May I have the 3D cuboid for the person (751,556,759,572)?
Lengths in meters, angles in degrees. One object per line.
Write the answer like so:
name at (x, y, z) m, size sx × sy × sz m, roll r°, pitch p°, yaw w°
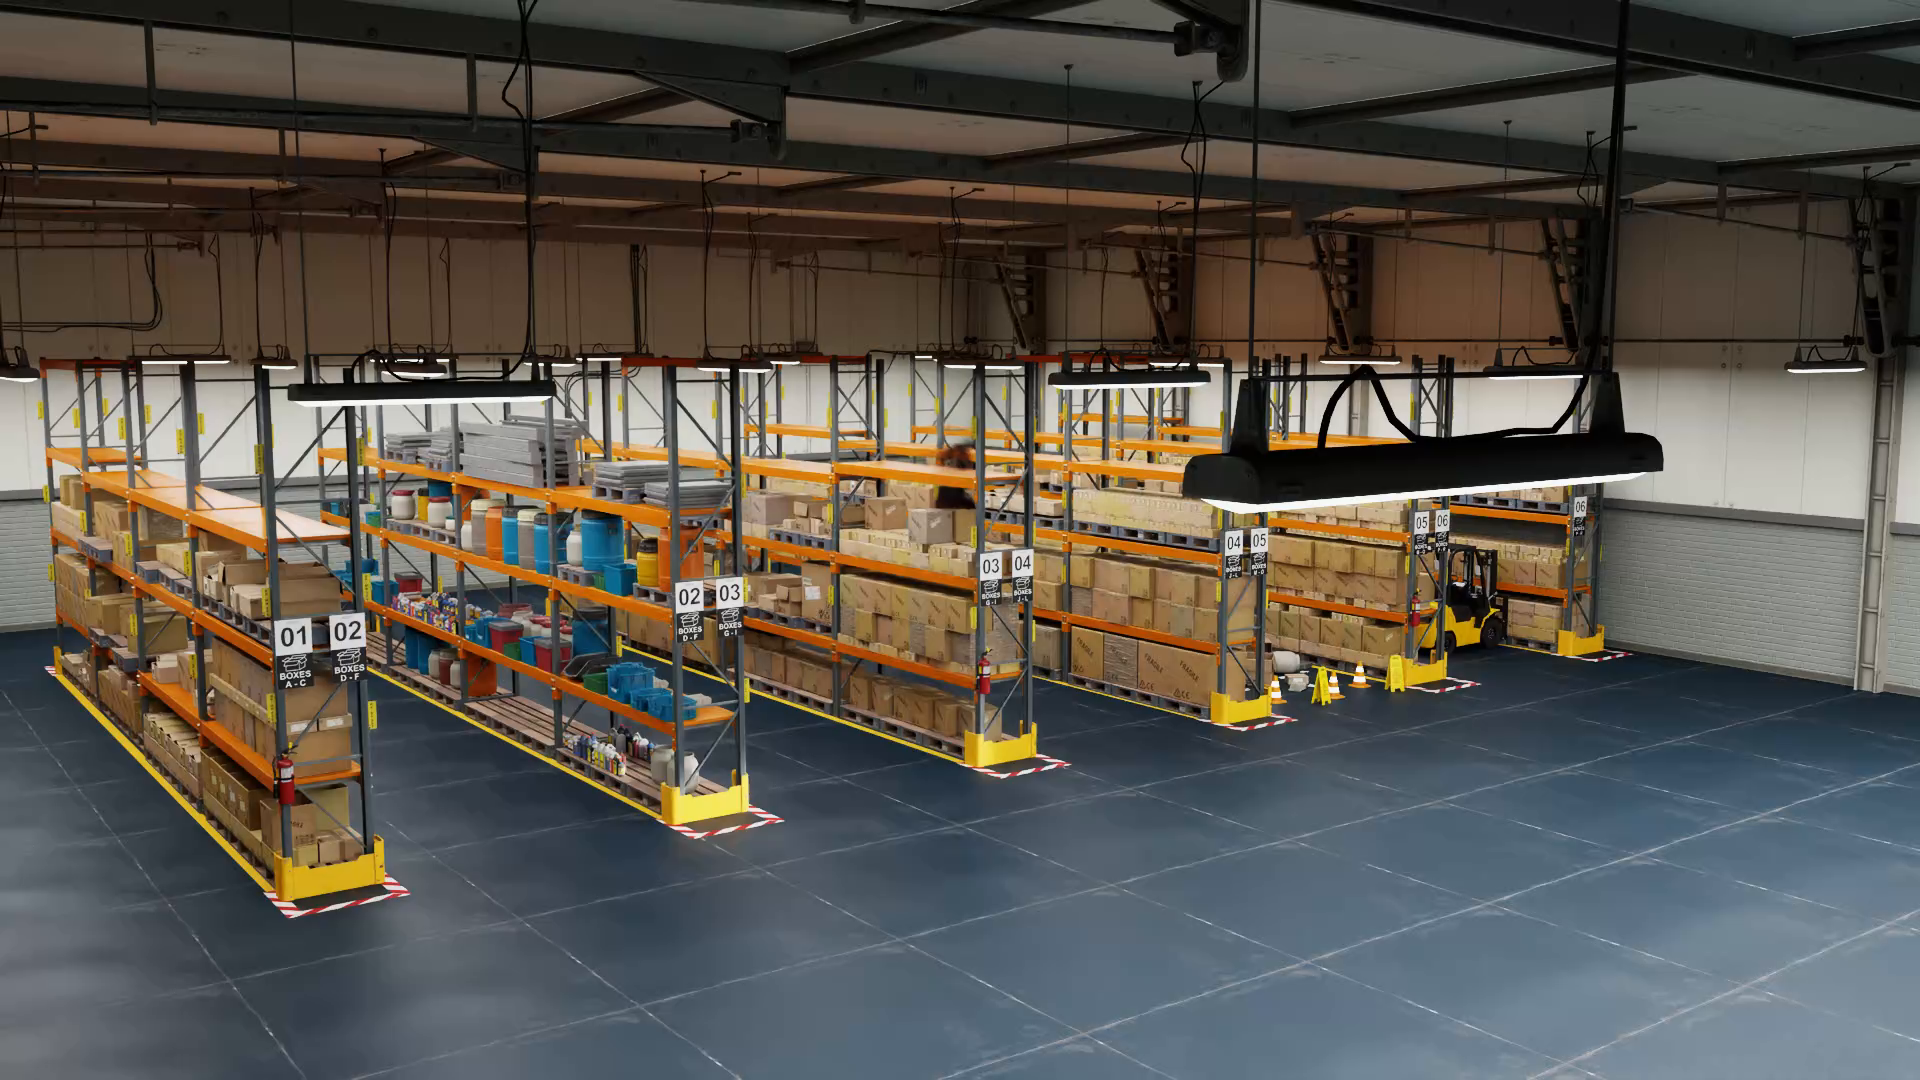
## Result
person at (-5.295, 0.560, 42.025) m, size 0.529 × 1.467 × 0.714 m, roll -1°, pitch 7°, yaw -11°

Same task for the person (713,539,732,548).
person at (-5.879, 0.510, 41.092) m, size 0.716 × 1.756 × 0.985 m, roll 5°, pitch 8°, yaw 34°
